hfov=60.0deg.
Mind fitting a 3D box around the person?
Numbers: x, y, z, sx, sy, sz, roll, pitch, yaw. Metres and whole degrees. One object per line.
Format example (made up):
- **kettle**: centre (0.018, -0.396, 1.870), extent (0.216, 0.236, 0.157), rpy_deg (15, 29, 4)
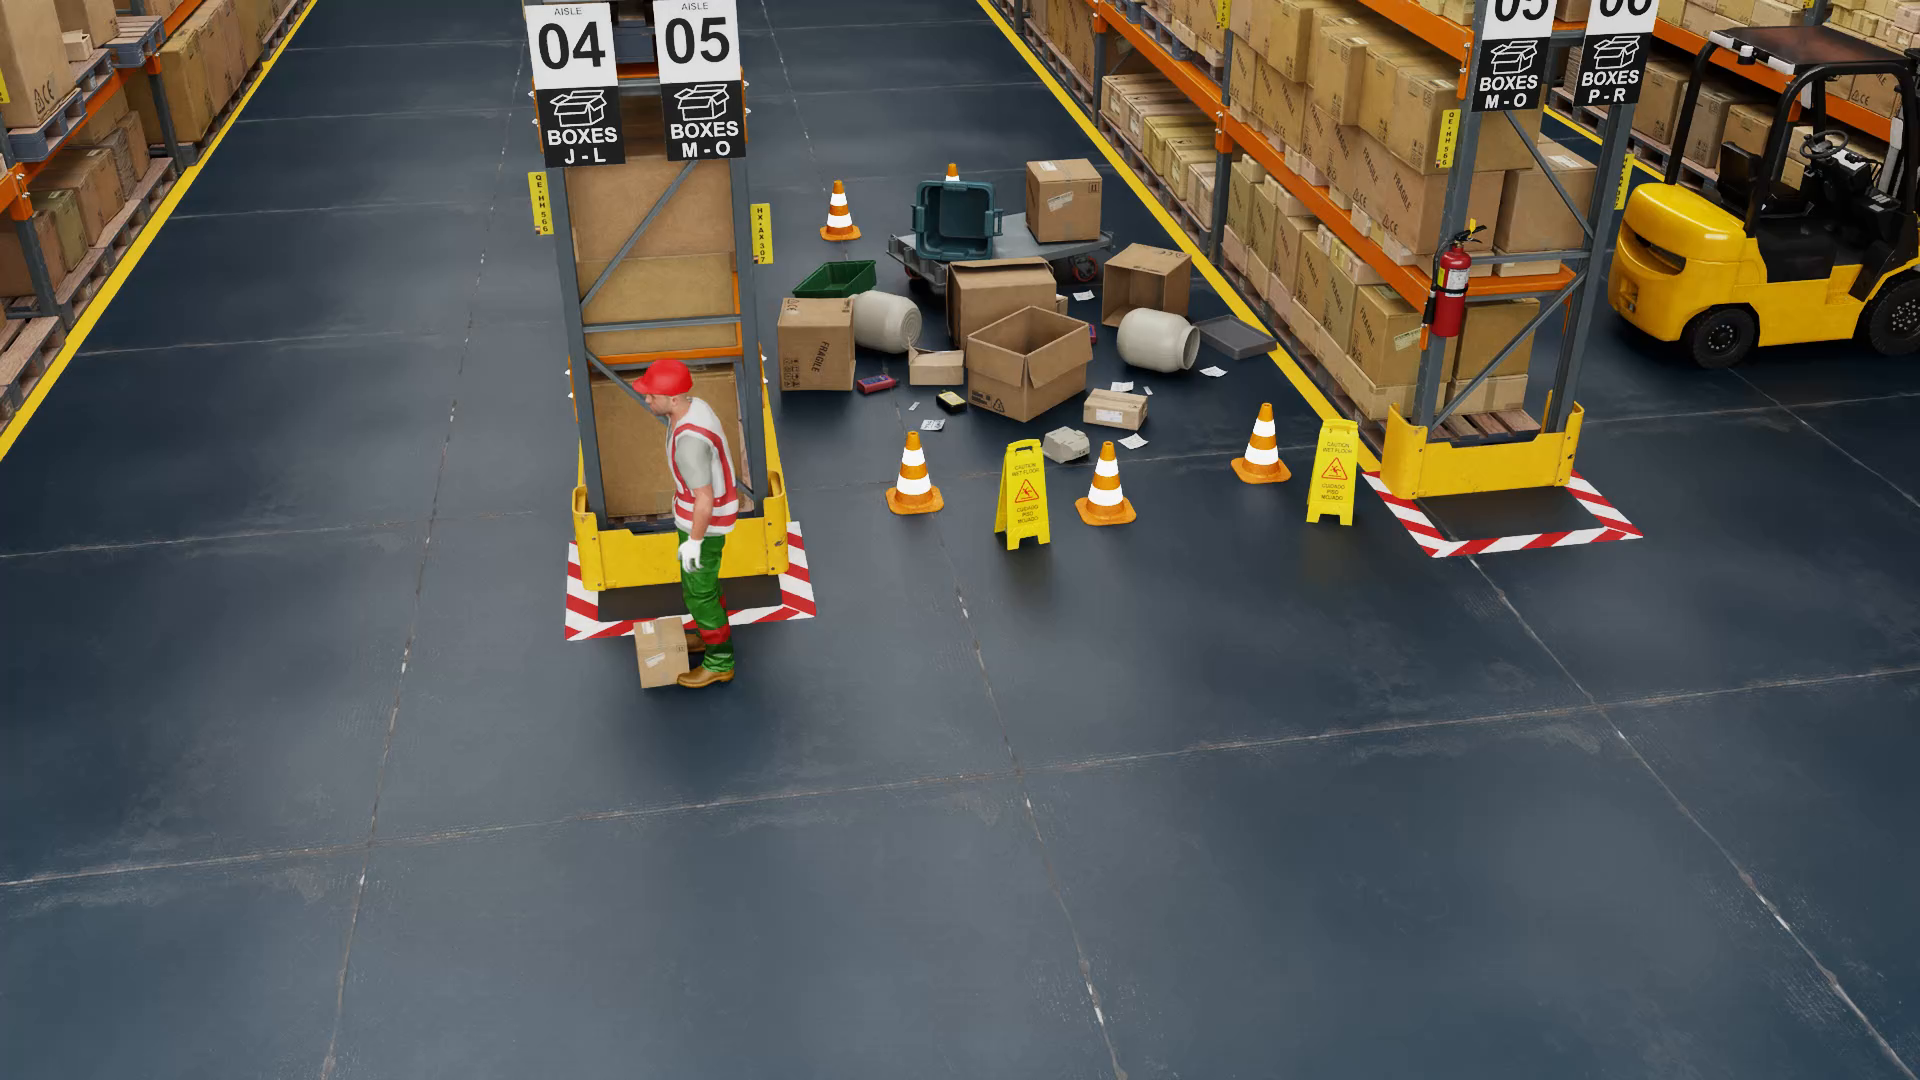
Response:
- **person**: centre (-1.328, -0.096, 8.288), extent (0.452, 1.779, 0.607), rpy_deg (-5, 31, -9)
